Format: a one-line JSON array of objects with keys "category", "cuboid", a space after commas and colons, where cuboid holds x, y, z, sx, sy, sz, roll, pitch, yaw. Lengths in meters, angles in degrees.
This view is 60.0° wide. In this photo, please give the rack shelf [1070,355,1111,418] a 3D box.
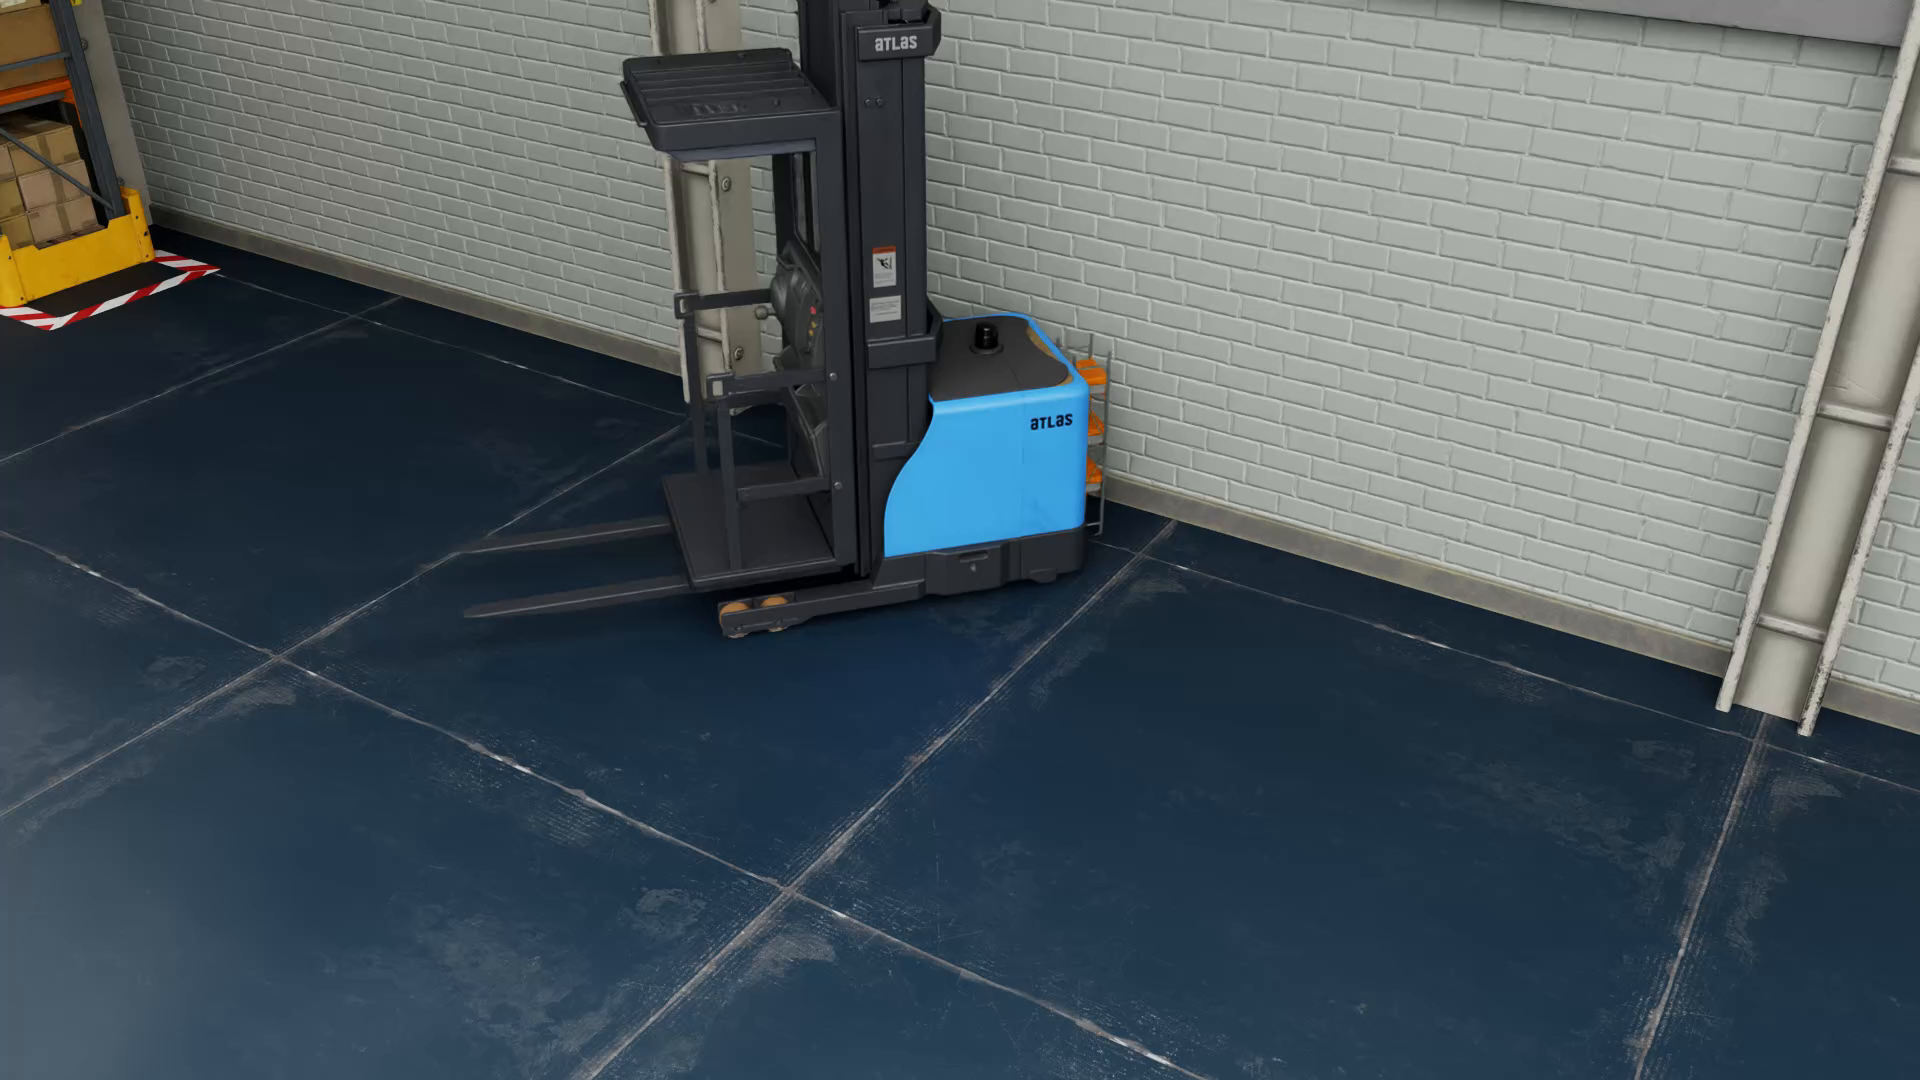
[{"category": "rack shelf", "cuboid": [0.620, -0.764, 8.476, 0.215, 0.259, 0.240, -9, 31, -15]}]

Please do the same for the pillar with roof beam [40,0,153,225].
[{"category": "pillar with roof beam", "cuboid": [-8.818, -4.521, 7.570, 0.400, 9.000, 9.100, 18, 35, 27]}]

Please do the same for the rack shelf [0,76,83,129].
[{"category": "rack shelf", "cuboid": [-8.113, -3.421, 12.351, 4.000, 0.370, 1.077, 18, 35, 27]}]

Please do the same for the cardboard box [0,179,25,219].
[{"category": "cardboard box", "cuboid": [-6.997, -2.403, 11.708, 0.500, 0.250, 0.500, 17, 34, 27]}]

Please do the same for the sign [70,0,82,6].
[{"category": "sign", "cuboid": [-6.119, -3.839, 11.417, 0.005, 0.325, 0.100, 18, 35, 27]}]

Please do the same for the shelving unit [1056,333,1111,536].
[{"category": "shelving unit", "cuboid": [0.620, -0.528, 8.613, 0.215, 1.050, 0.252, -9, 31, -15]}]

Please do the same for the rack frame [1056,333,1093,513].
[{"category": "rack frame", "cuboid": [0.584, -0.587, 8.714, 0.200, 1.050, 0.008, -9, 31, -15]}]

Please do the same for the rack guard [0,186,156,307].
[{"category": "rack guard", "cuboid": [-6.399, -2.110, 11.871, 0.348, 0.500, 1.175, 18, 35, 27]}]

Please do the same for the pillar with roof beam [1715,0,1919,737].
[{"category": "pillar with roof beam", "cuboid": [1.346, -1.306, 2.059, 0.400, 9.000, 9.100, 18, 35, 27]}]

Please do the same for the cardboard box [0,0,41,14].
[{"category": "cardboard box", "cuboid": [-6.568, -3.721, 11.409, 0.250, 0.149, 0.380, 17, 34, 26]}]

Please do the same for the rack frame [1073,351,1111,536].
[{"category": "rack frame", "cuboid": [0.657, -0.469, 8.513, 0.200, 1.050, 0.008, -9, 31, -15]}]

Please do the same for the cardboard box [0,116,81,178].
[{"category": "cardboard box", "cuboid": [-6.725, -2.831, 11.946, 0.500, 0.250, 0.500, 17, 34, 27]}]

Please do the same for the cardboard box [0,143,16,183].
[{"category": "cardboard box", "cuboid": [-6.975, -2.612, 11.570, 0.500, 0.250, 0.500, 19, 35, 29]}]

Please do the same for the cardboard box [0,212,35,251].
[{"category": "cardboard box", "cuboid": [-6.985, -2.181, 11.823, 0.500, 0.250, 0.500, 18, 35, 28]}]

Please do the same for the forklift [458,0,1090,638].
[{"category": "forklift", "cuboid": [-0.941, -1.096, 7.720, 3.031, 2.935, 1.130, -9, 31, -14]}]

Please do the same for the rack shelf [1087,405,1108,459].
[{"category": "rack shelf", "cuboid": [0.620, -0.519, 8.619, 0.215, 0.259, 0.240, -9, 31, -15]}]

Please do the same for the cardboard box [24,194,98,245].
[{"category": "cardboard box", "cuboid": [-6.731, -2.405, 12.207, 0.500, 0.250, 0.500, 18, 35, 28]}]

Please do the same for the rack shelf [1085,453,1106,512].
[{"category": "rack shelf", "cuboid": [0.620, -0.279, 8.759, 0.215, 0.259, 0.240, -9, 31, -15]}]

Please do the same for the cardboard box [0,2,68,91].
[{"category": "cardboard box", "cuboid": [-6.691, -3.491, 11.657, 0.500, 0.500, 0.500, 19, 35, 29]}]

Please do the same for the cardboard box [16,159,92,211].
[{"category": "cardboard box", "cuboid": [-6.707, -2.620, 12.081, 0.500, 0.250, 0.500, 18, 35, 28]}]

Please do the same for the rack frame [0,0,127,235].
[{"category": "rack frame", "cuboid": [-6.419, -3.196, 11.252, 0.127, 3.000, 1.000, 18, 35, 27]}]

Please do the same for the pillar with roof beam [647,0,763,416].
[{"category": "pillar with roof beam", "cuboid": [-3.736, -2.914, 4.814, 0.400, 9.000, 9.100, 18, 35, 27]}]

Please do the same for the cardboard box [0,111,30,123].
[{"category": "cardboard box", "cuboid": [-7.151, -2.964, 12.173, 0.500, 0.250, 0.500, 18, 35, 27]}]

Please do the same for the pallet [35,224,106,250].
[{"category": "pallet", "cuboid": [-7.089, -2.179, 12.275, 1.213, 0.211, 1.003, 18, 35, 27]}]
